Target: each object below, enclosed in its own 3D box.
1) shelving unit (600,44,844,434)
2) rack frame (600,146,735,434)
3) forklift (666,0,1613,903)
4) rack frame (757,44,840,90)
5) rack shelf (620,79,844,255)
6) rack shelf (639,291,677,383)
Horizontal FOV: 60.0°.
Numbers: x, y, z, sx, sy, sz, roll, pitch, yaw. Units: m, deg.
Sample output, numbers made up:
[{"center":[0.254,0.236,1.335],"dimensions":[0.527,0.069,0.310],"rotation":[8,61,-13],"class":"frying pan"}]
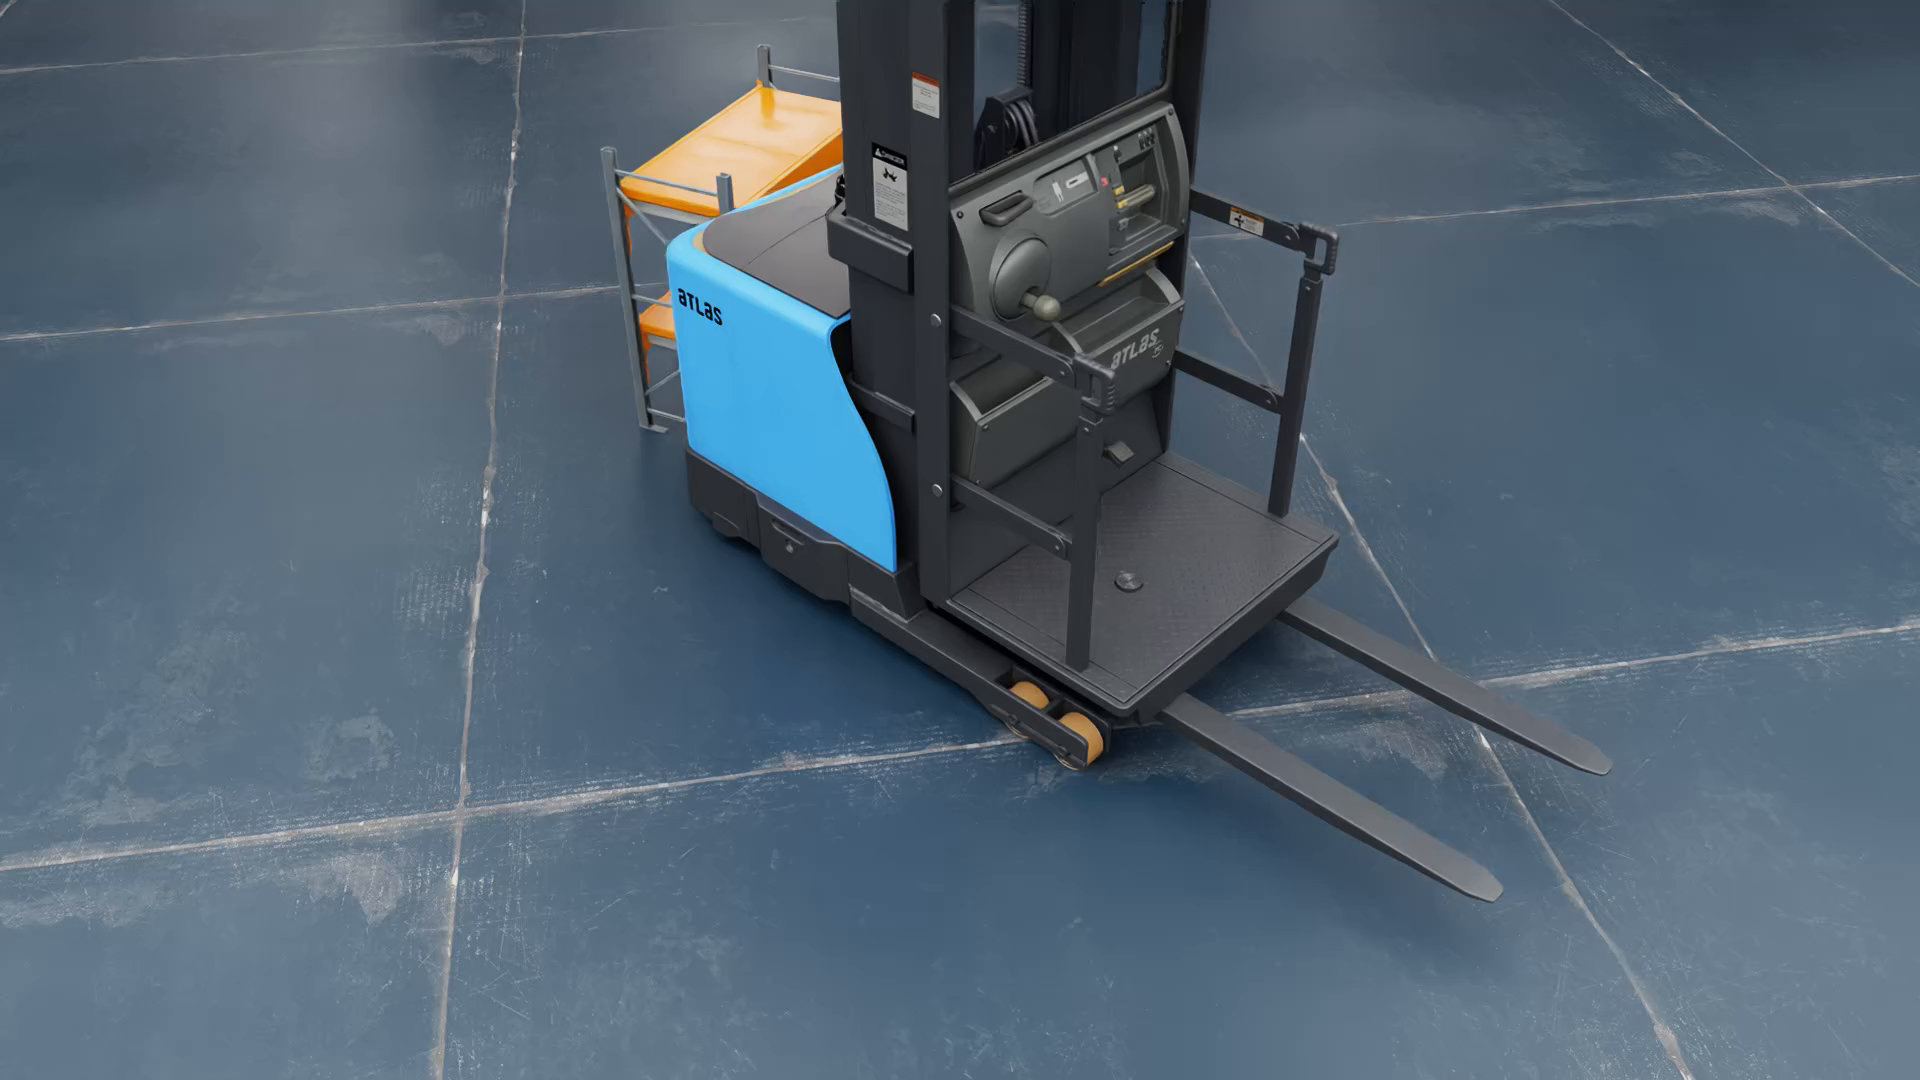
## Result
[{"center":[-0.763,-1.096,6.245],"dimensions":[0.538,1.125,1.048],"rotation":[16,41,20],"class":"shelving unit"},{"center":[-0.982,-0.815,5.883],"dimensions":[0.500,1.125,0.032],"rotation":[16,41,20],"class":"rack frame"},{"center":[0.475,-0.849,4.454],"dimensions":[3.031,2.935,1.130],"rotation":[30,47,33],"class":"forklift"},{"center":[-0.543,-1.378,6.606],"dimensions":[0.500,1.125,0.032],"rotation":[16,41,20],"class":"rack frame"},{"center":[-0.763,-1.328,6.065],"dimensions":[0.538,0.278,1.000],"rotation":[16,41,20],"class":"rack shelf"},{"center":[-0.763,-0.903,6.395],"dimensions":[0.538,0.278,1.000],"rotation":[16,41,20],"class":"rack shelf"}]
